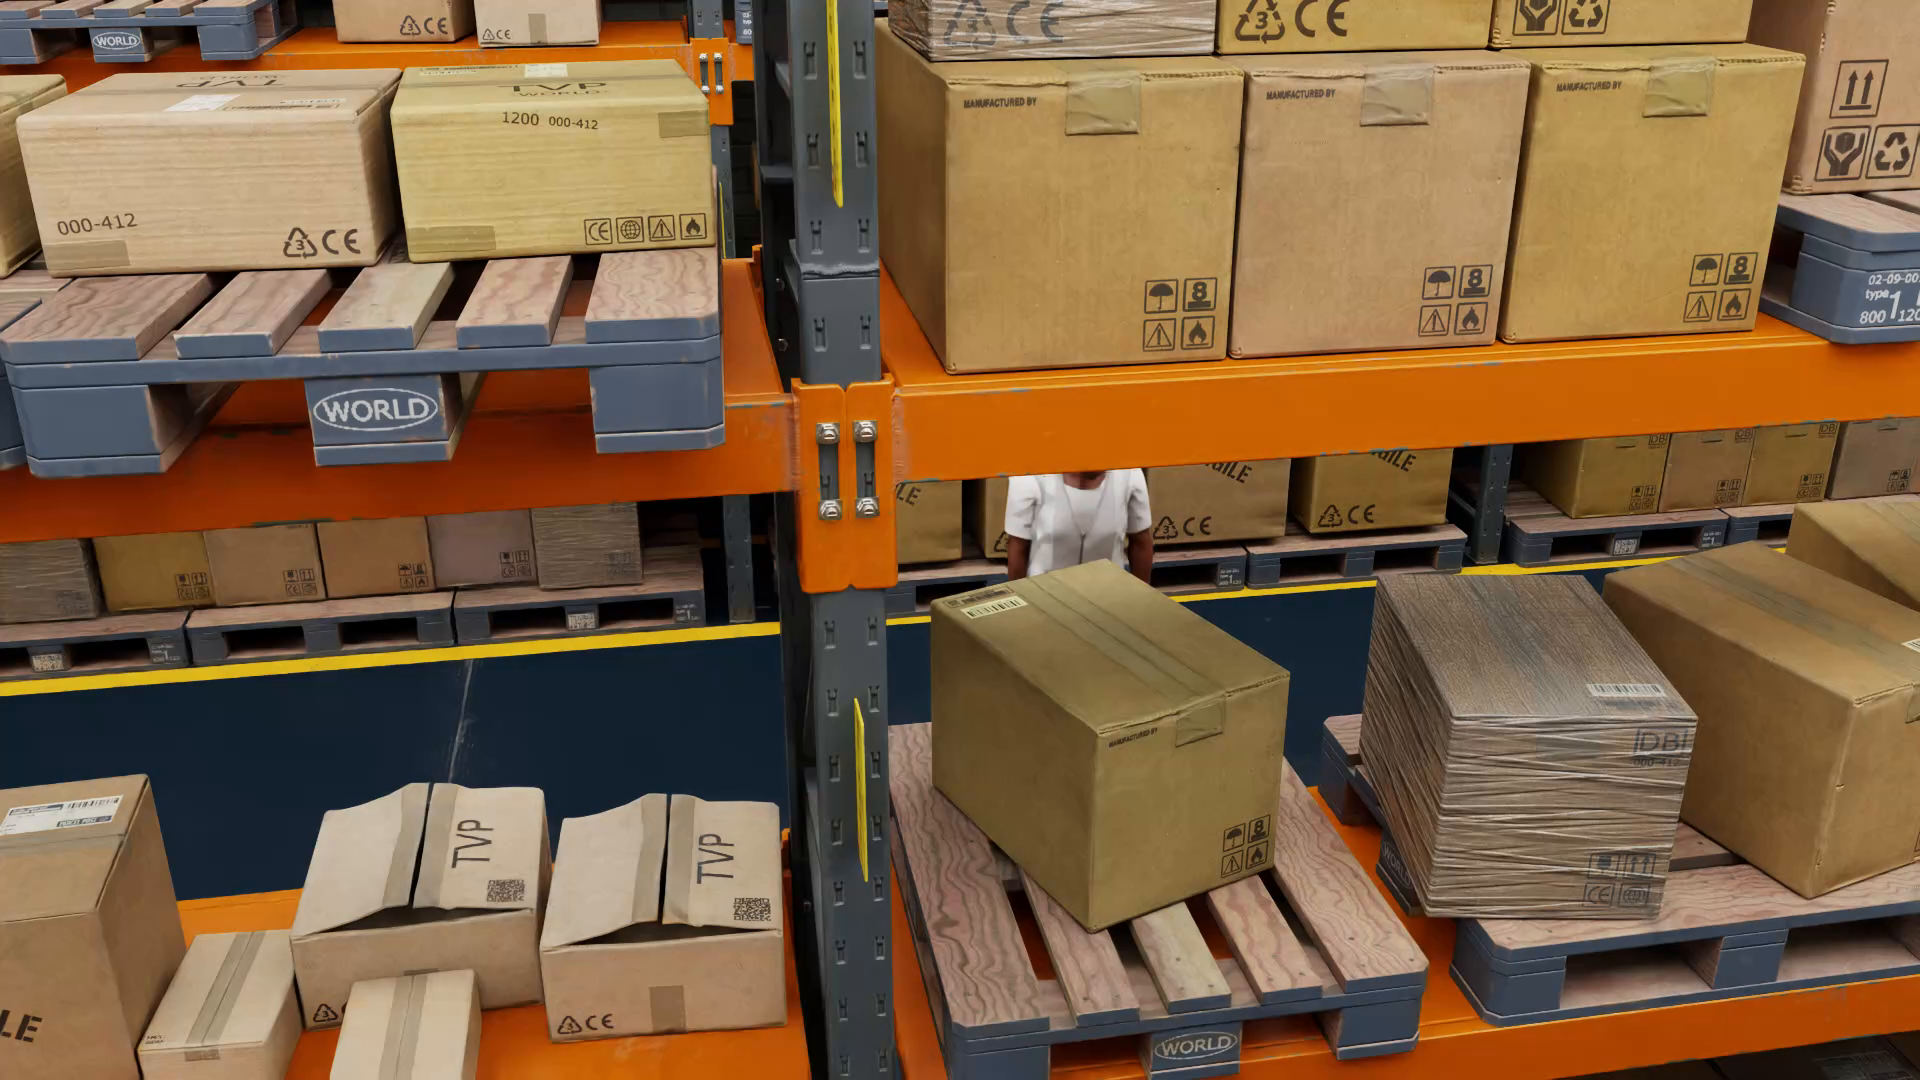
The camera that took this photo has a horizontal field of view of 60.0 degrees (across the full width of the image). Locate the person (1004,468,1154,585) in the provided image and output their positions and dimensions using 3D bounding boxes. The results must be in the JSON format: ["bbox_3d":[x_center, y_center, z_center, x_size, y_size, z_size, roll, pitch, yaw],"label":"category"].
[{"bbox_3d":[0.466,0.261,6.503,0.584,1.732,0.422,-4,23,-8],"label":"person"}]
